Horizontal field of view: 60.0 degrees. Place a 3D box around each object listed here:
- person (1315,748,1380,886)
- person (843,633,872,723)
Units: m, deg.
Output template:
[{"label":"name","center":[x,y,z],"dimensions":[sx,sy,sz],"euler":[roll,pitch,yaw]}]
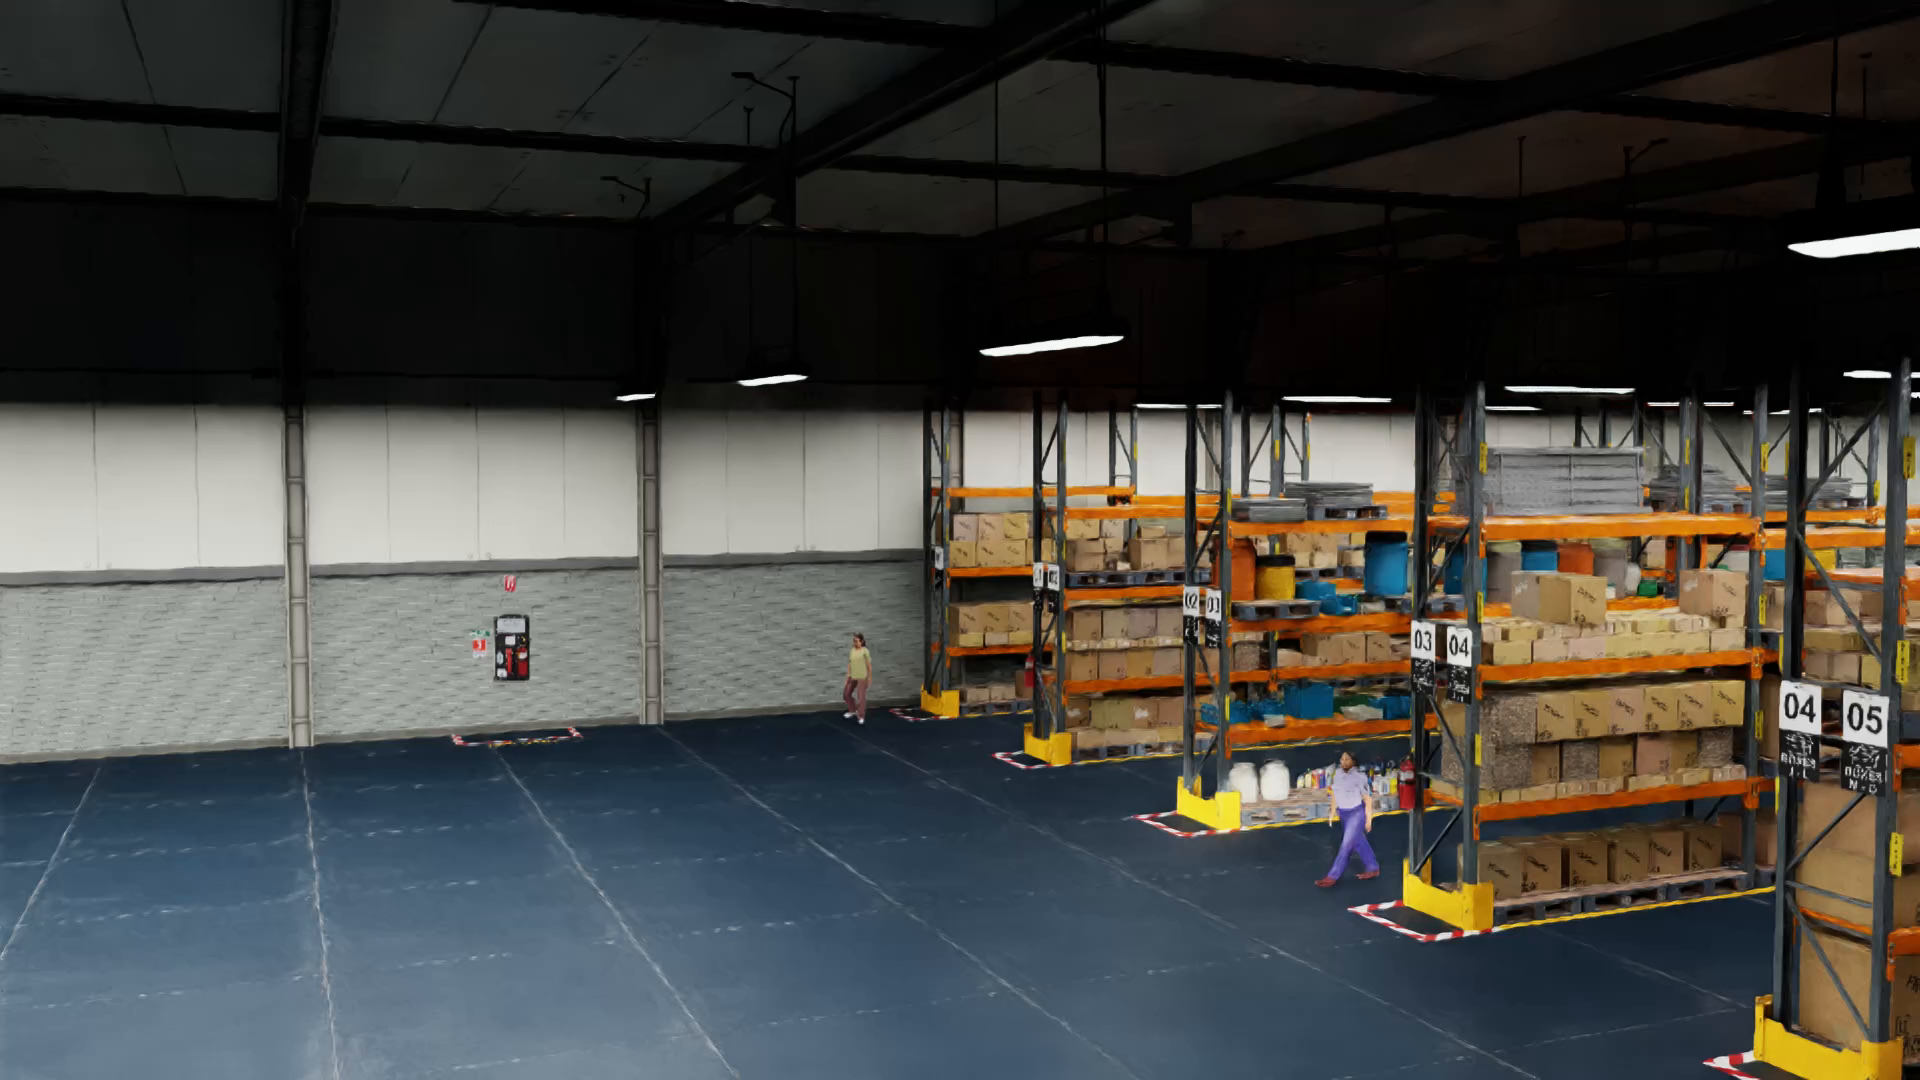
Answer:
[{"label":"person","center":[4.533,3.208,19.379],"dimensions":[1.004,1.576,0.480],"euler":[-2,4,-24]},{"label":"person","center":[-1.916,2.526,30.653],"dimensions":[0.639,1.665,0.482],"euler":[2,4,27]}]
